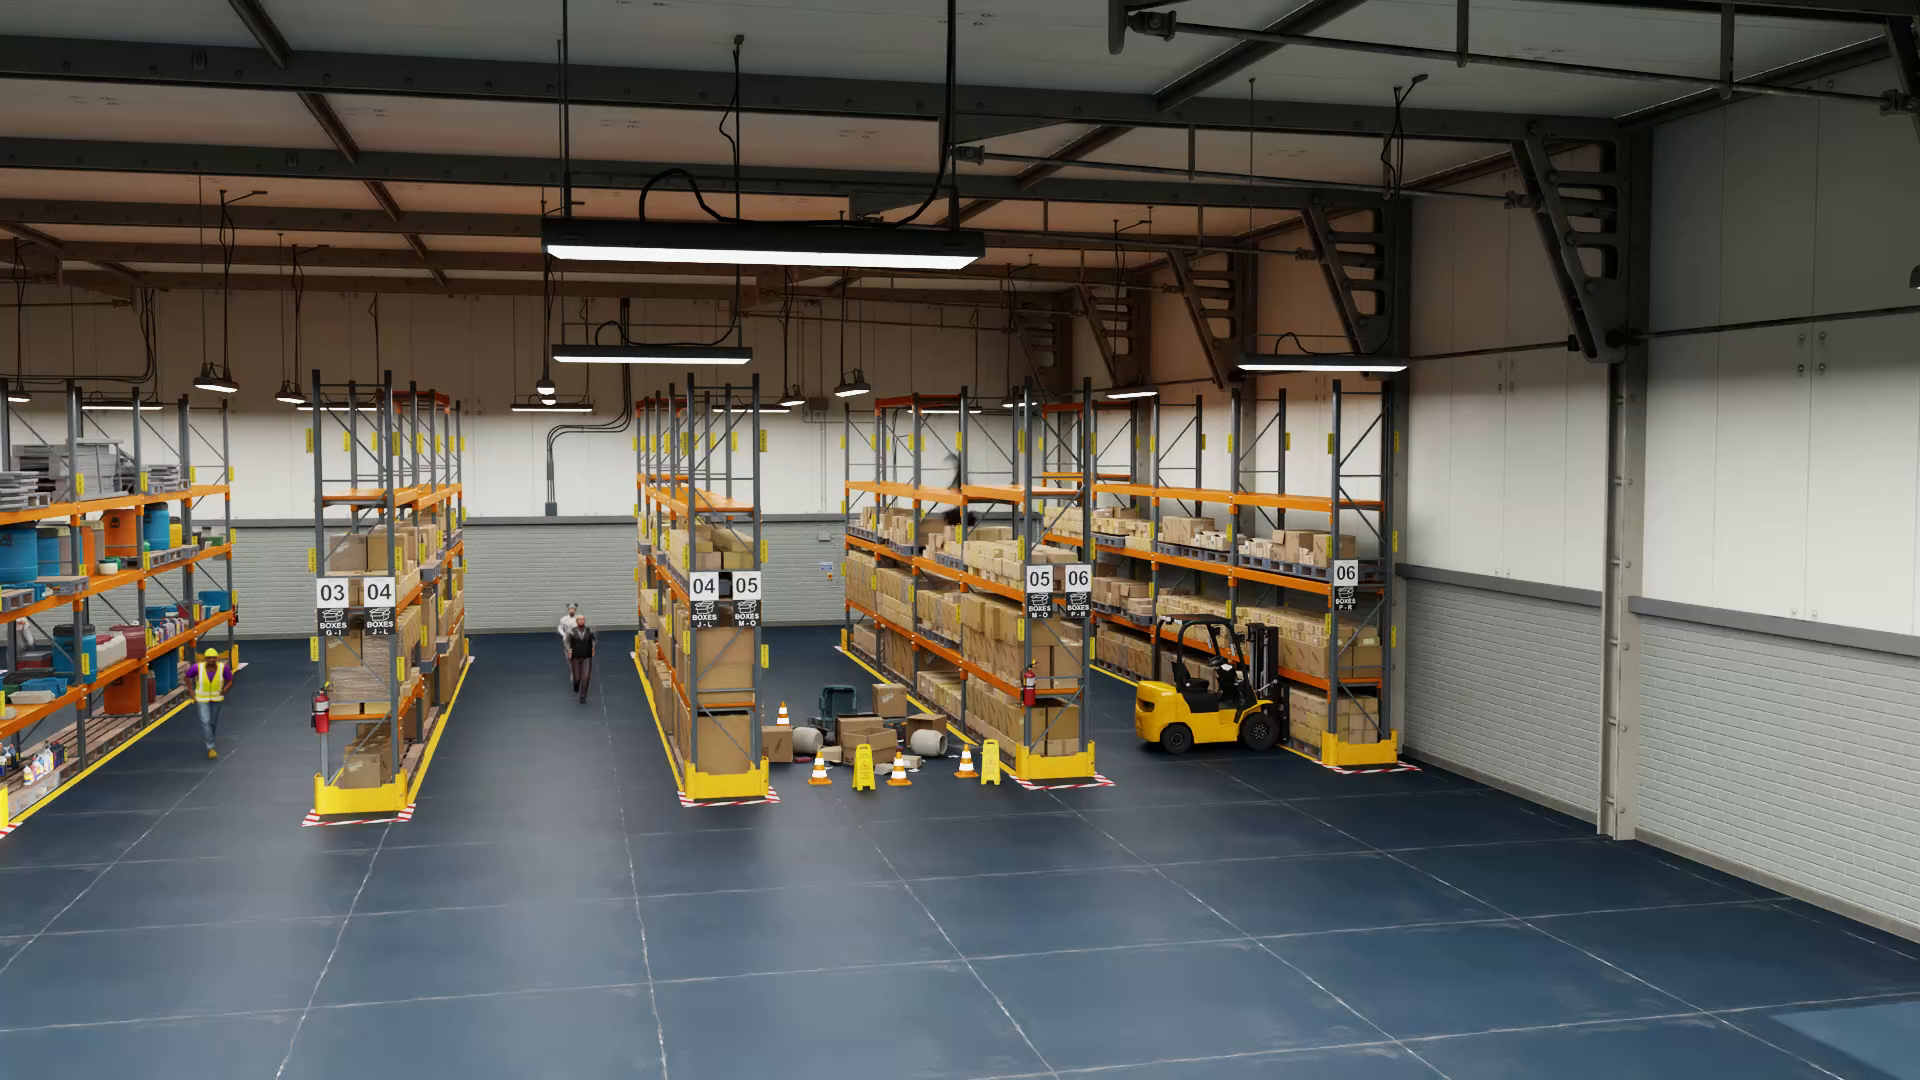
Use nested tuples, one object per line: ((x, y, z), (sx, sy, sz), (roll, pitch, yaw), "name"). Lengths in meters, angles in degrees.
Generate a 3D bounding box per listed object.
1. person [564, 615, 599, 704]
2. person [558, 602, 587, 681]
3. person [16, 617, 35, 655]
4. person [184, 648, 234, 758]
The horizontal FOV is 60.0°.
((-7.365, 2.306, 32.361), (0.672, 1.704, 0.712), (-1, 3, -18), "person")
((-8.238, 2.146, 35.359), (0.616, 1.659, 0.554), (-1, 3, -10), "person")
((-21.036, 1.994, 37.160), (0.643, 1.761, 0.671), (2, 4, 32), "person")
((-11.988, 2.561, 26.587), (0.713, 1.707, 1.124), (-2, 4, -30), "person")
